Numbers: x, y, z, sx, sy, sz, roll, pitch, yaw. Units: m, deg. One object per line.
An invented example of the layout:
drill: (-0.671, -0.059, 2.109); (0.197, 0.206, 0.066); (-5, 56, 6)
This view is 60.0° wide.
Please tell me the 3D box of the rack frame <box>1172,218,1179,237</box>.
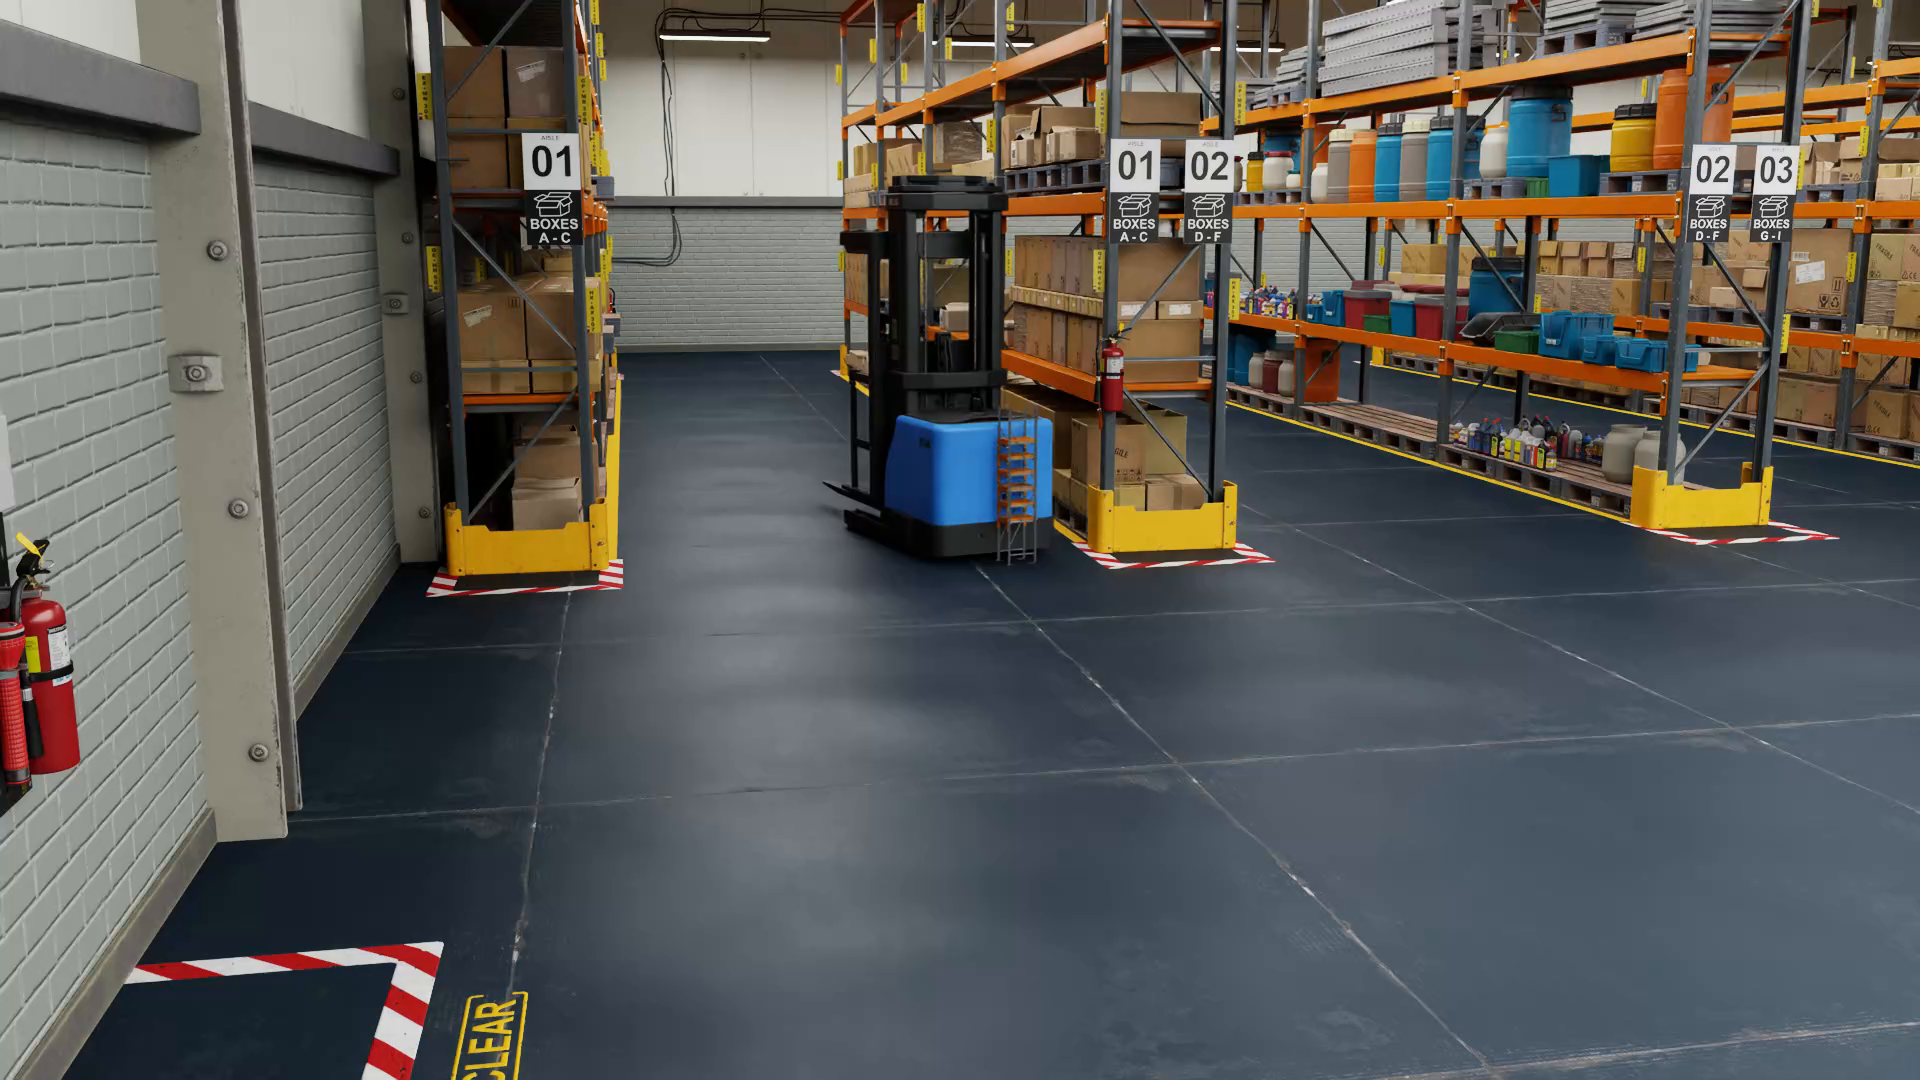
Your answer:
rack frame: (3.369, -4.540, 29.525); (1.000, 3.000, 0.127); (-2, 11, -11)

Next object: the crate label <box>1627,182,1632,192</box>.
crate label: (6.441, -3.361, 15.707); (0.502, 0.251, 0.408); (-2, 11, -11)

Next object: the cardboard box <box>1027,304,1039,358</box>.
cardboard box: (1.045, -2.031, 16.076); (0.700, 0.500, 0.500); (-2, 11, -12)

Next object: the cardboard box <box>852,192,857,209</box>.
cardboard box: (-1.457, -5.473, 26.806); (0.500, 0.250, 0.500); (-2, 11, -11)

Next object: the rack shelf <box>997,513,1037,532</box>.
rack shelf: (0.435, -0.136, 12.722); (0.258, 0.103, 0.180); (-5, 12, -24)

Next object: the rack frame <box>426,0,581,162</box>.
rack frame: (-3.237, -4.192, 11.653); (1.000, 3.000, 0.127); (-2, 11, -11)

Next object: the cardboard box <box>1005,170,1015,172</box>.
cardboard box: (0.733, -3.879, 17.309); (0.500, 0.250, 0.500); (-1, 11, -5)

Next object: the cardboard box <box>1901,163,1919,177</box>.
cardboard box: (10.441, -3.997, 17.988); (0.380, 0.149, 0.250); (-3, 11, -14)

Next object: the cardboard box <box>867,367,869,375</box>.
cardboard box: (-1.234, -2.603, 25.798); (0.380, 0.149, 0.250); (-2, 11, -11)

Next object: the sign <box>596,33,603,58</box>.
sign: (-5.041, -6.912, 23.237); (0.100, 0.325, 0.005); (-2, 11, -11)

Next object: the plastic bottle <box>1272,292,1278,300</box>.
plastic bottle: (4.617, -3.490, 24.355); (0.097, 0.271, 0.097); (0, 11, 0)

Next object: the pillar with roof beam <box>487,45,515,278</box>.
pillar with roof beam: (-2.333, -6.646, 24.548); (9.100, 9.000, 0.400); (-2, 11, -11)

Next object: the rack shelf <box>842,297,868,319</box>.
rack shelf: (-1.102, -3.640, 26.722); (1.077, 0.370, 4.000); (-2, 11, -11)

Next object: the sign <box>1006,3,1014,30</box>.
sign: (0.609, -6.397, 20.320); (0.100, 0.325, 0.005); (-2, 11, -11)

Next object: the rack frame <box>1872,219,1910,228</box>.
rack frame: (17.948, -5.080, 32.365); (1.000, 3.000, 0.127); (-2, 11, -11)

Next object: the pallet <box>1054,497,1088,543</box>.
pallet: (1.431, -0.195, 14.154); (1.003, 0.211, 1.213); (-2, 11, -11)

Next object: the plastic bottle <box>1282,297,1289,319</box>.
plastic bottle: (4.383, -3.116, 22.357); (0.061, 0.283, 0.133); (-2, 11, -11)

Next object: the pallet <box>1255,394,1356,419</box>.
pallet: (4.731, -1.846, 22.828); (1.003, 0.211, 1.213); (-2, 11, -11)

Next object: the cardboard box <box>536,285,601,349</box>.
cardboard box: (-3.216, -1.834, 13.651); (0.500, 0.500, 0.500); (-2, 11, -13)

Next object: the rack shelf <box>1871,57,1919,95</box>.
rack shelf: (10.950, -4.744, 16.487); (1.077, 0.370, 4.000); (-2, 11, -11)

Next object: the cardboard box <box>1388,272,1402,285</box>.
cardboard box: (8.056, -4.694, 29.943); (0.500, 0.250, 0.500); (-2, 11, -13)

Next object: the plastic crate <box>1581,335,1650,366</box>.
plastic crate: (5.969, -1.732, 15.173); (0.499, 0.251, 0.408); (-2, 11, -11)

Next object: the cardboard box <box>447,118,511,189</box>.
cardboard box: (-3.567, -2.845, 12.276); (0.500, 0.500, 0.500); (-1, 11, -7)

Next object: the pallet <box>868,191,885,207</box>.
pallet: (-0.655, -4.886, 23.823); (1.213, 0.211, 1.003); (-2, 11, -11)

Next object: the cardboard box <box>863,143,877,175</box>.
cardboard box: (-1.153, -6.003, 26.248); (0.700, 0.500, 0.500); (-2, 11, -11)

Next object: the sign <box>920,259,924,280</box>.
sign: (-0.465, -3.401, 20.659); (0.100, 0.325, 0.005); (-2, 11, -11)

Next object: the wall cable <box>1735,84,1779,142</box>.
wall cable: (17.304, -9.087, 37.372); (2.355, 3.000, 0.029); (-2, 11, -11)

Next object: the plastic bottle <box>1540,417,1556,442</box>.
plastic bottle: (6.148, -1.111, 17.418); (0.144, 0.351, 0.185); (-3, 11, -14)

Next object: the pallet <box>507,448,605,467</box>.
pallet: (-4.168, -0.751, 17.079); (1.003, 0.211, 1.213); (-2, 11, -11)

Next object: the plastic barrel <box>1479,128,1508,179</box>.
plastic barrel: (5.594, -3.987, 17.179); (0.421, 0.512, 0.421); (0, 11, 0)

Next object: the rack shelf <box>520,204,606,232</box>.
rack shelf: (-5.182, -4.199, 21.637); (1.077, 0.370, 4.000); (-2, 11, -11)

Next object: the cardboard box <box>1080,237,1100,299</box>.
cardboard box: (1.425, -2.304, 14.043); (0.700, 0.500, 0.500); (-2, 11, -12)

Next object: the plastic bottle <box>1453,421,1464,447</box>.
plastic bottle: (5.335, -1.140, 17.785); (0.097, 0.271, 0.097); (0, 11, 0)

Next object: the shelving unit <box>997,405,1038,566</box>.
shelving unit: (0.435, -0.415, 12.669); (0.258, 1.200, 0.189); (-5, 12, -24)

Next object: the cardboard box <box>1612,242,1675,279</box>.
cardboard box: (9.657, -3.929, 23.367); (0.797, 0.503, 0.637); (-2, 11, -9)

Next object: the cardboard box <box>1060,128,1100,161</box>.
cardboard box: (1.139, -3.302, 13.905); (0.500, 0.250, 0.500); (-2, 11, -11)

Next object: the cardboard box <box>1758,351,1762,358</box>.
cardboard box: (13.517, -3.146, 27.909); (0.380, 0.149, 0.250); (-2, 11, -10)

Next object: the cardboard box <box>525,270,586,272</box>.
cardboard box: (-4.692, -2.891, 19.422); (0.700, 0.500, 0.500); (-3, 11, -18)

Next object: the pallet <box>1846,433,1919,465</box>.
pallet: (10.726, -1.027, 18.528); (1.003, 0.211, 1.213); (-2, 11, -11)

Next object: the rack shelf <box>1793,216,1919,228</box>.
rack shelf: (14.279, -4.901, 25.327); (1.077, 0.370, 4.000); (-2, 11, -11)

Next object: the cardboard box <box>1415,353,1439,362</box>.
cardboard box: (8.607, -3.601, 29.152); (0.875, 0.875, 0.875); (-2, 11, -11)

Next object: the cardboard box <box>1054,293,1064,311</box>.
cardboard box: (1.056, -2.141, 14.920); (0.380, 0.149, 0.250); (-2, 11, -12)

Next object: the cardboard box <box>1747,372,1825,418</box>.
cardboard box: (10.279, -1.811, 20.698); (0.700, 0.500, 0.500); (-3, 11, -16)

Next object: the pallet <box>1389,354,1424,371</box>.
pallet: (8.459, -3.206, 29.976); (1.003, 0.211, 1.213); (-2, 11, -11)

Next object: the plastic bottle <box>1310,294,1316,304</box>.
plastic bottle: (4.978, -3.320, 23.428); (0.061, 0.283, 0.133); (-2, 11, -11)

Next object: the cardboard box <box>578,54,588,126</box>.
cardboard box: (-3.122, -3.442, 12.740); (0.500, 0.500, 0.500); (-2, 11, -12)

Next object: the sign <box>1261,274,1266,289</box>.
sign: (4.687, -3.962, 25.748); (0.100, 0.325, 0.005); (-2, 11, -11)

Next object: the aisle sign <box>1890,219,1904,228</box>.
aisle sign: (18.238, -6.382, 32.250); (0.394, 0.787, 0.004); (-2, 11, -11)

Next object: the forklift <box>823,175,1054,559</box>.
forklift: (-0.335, -1.532, 13.906); (1.130, 2.935, 3.031); (-5, 12, -24)

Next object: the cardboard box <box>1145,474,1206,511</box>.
cardboard box: (1.735, -0.388, 13.941); (0.500, 0.250, 0.500); (-2, 11, -11)

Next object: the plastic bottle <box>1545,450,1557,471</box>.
plastic bottle: (5.694, -0.767, 16.014); (0.097, 0.201, 0.097); (0, 11, 0)

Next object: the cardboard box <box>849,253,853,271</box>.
cardboard box: (-1.554, -4.714, 27.499); (0.500, 0.500, 0.500); (-2, 11, -10)

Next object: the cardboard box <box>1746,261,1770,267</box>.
cardboard box: (13.519, -4.422, 27.842); (0.500, 0.500, 0.500); (-2, 11, -11)

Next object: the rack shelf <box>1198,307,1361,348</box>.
rack shelf: (4.536, -3.086, 23.810); (1.077, 0.370, 4.000); (-2, 11, -11)

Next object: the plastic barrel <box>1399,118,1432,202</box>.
plastic barrel: (5.264, -4.264, 18.713); (0.600, 0.901, 0.600); (0, 11, 0)
